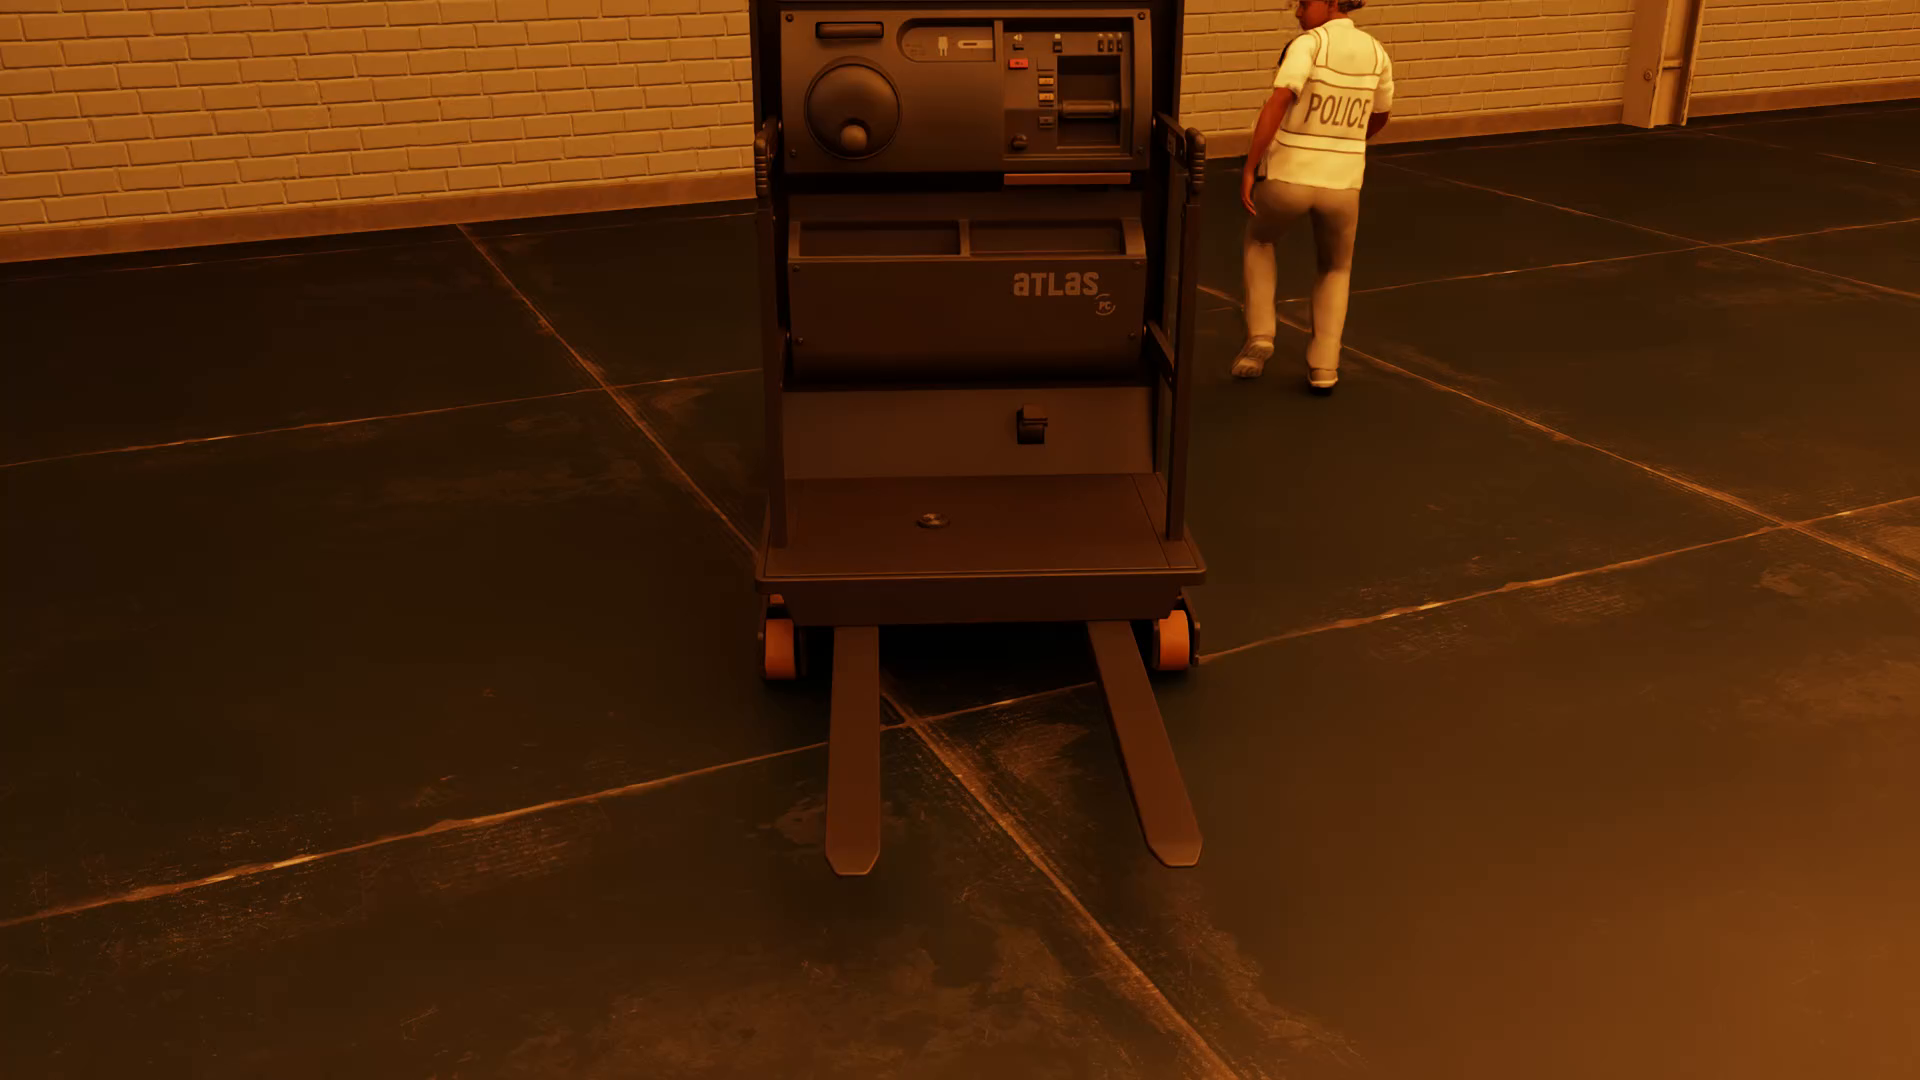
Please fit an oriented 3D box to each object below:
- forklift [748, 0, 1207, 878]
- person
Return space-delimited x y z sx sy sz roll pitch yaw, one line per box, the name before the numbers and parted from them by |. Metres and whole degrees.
forklift | 0.030 -1.120 3.982 1.130 2.935 3.031 -1 23 -3
person | 1.315 -1.339 6.305 0.633 1.614 0.681 -1 23 -2
